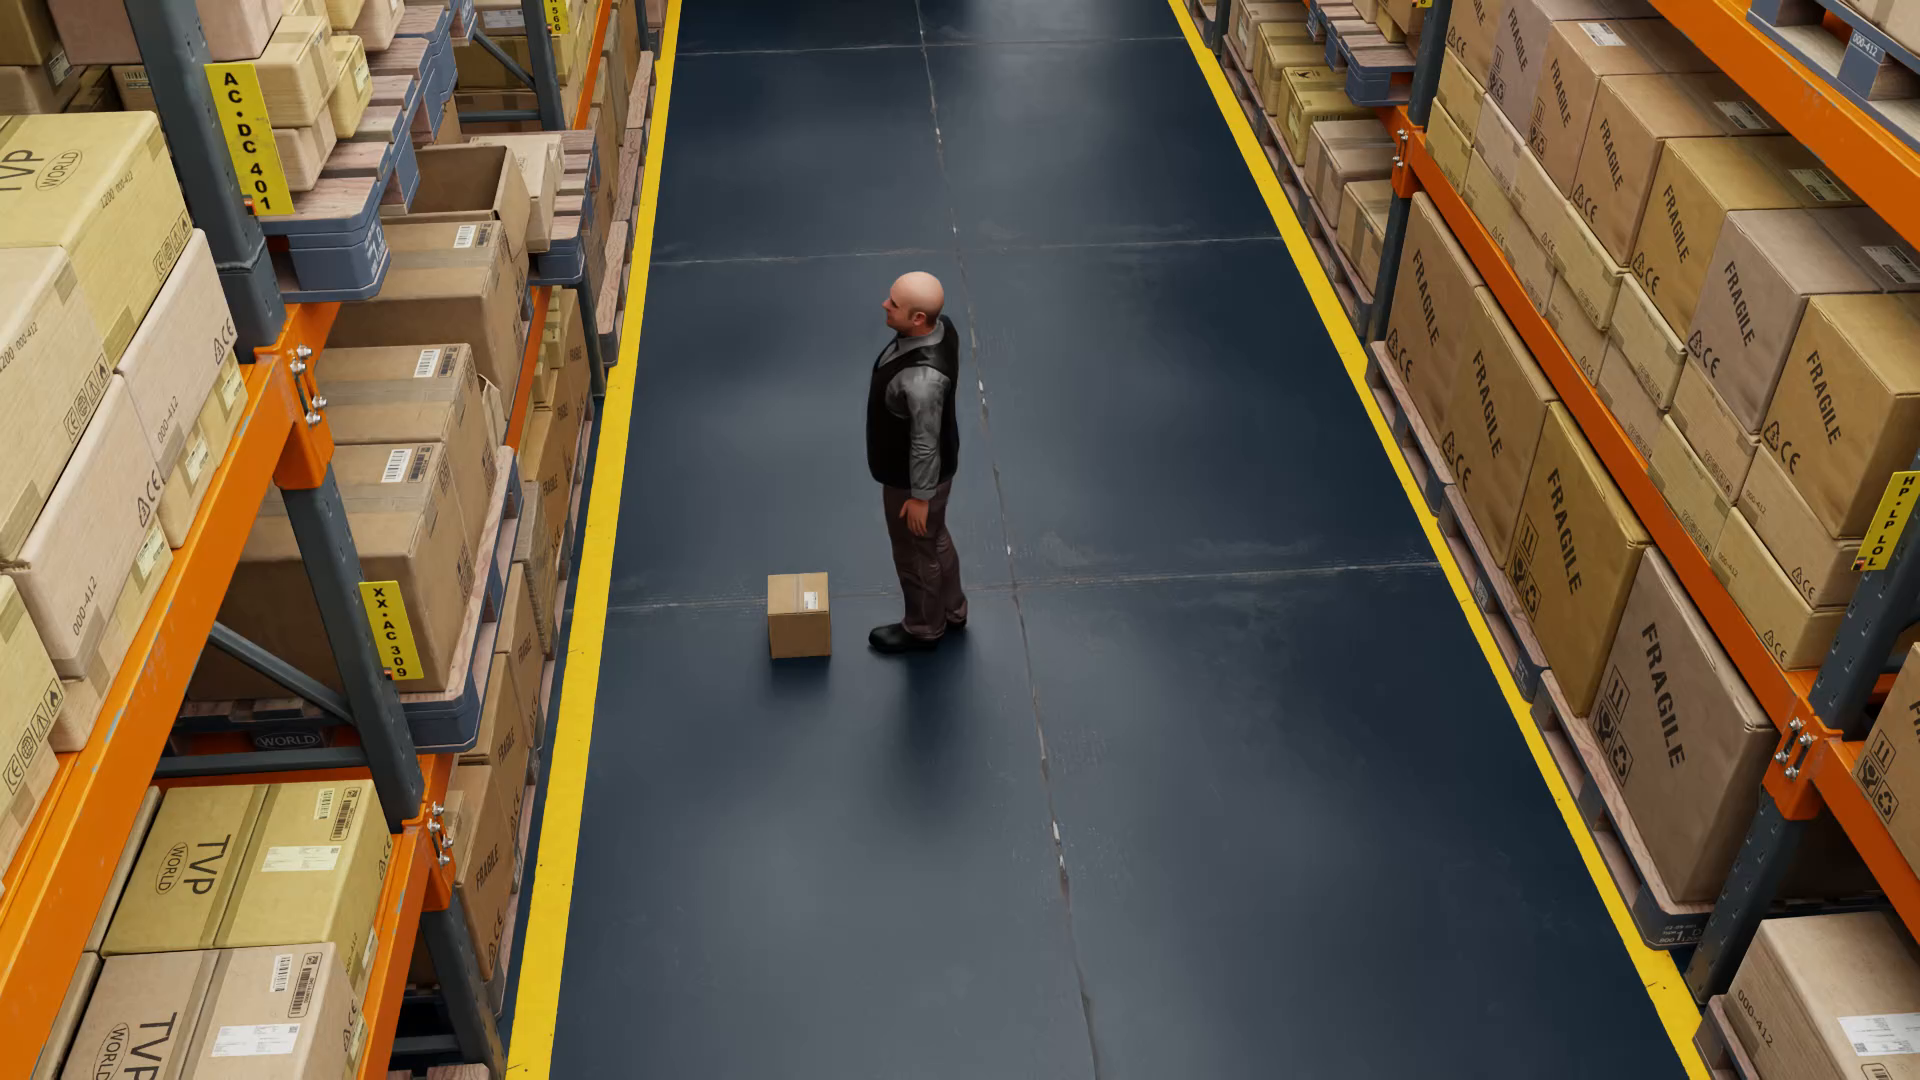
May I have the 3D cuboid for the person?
[{"bbox_3d":[-0.173,-0.263,6.545,0.409,1.639,0.566,3,39,3],"label":"person"}]
